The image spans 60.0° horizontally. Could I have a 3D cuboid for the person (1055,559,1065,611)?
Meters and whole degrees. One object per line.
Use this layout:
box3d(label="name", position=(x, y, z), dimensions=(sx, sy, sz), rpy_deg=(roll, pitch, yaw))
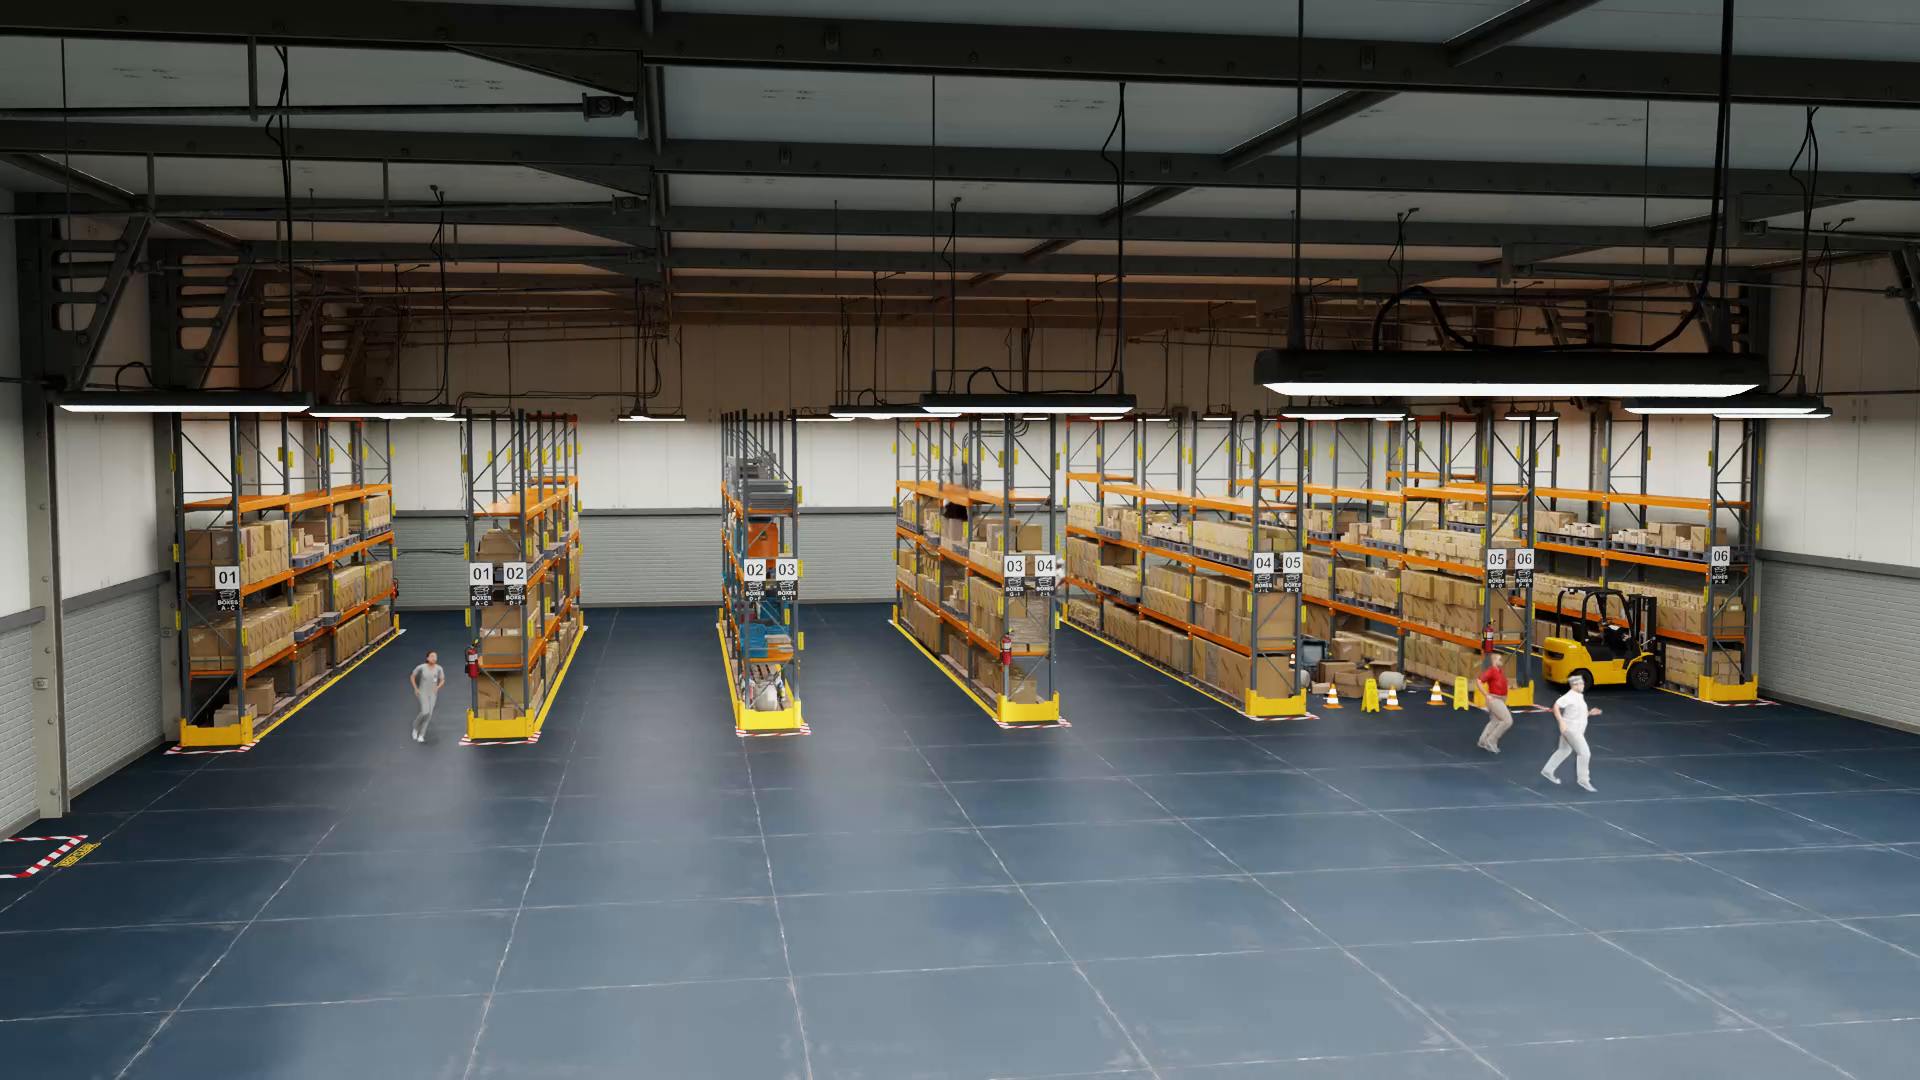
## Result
box3d(label="person", position=(2.816, 1.403, 49.824), dimensions=(0.775, 1.694, 0.759), rpy_deg=(0, 4, 7))

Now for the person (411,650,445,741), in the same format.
box3d(label="person", position=(-9.608, 2.818, 30.090), dimensions=(0.573, 1.644, 0.532), rpy_deg=(-3, 5, -35))

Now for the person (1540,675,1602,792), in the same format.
box3d(label="person", position=(9.587, 3.017, 26.090), dimensions=(0.893, 1.831, 0.634), rpy_deg=(2, 4, 23))

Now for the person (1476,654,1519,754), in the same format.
box3d(label="person", position=(9.373, 2.852, 28.954), dimensions=(0.693, 1.738, 0.637), rpy_deg=(2, 5, 32))
